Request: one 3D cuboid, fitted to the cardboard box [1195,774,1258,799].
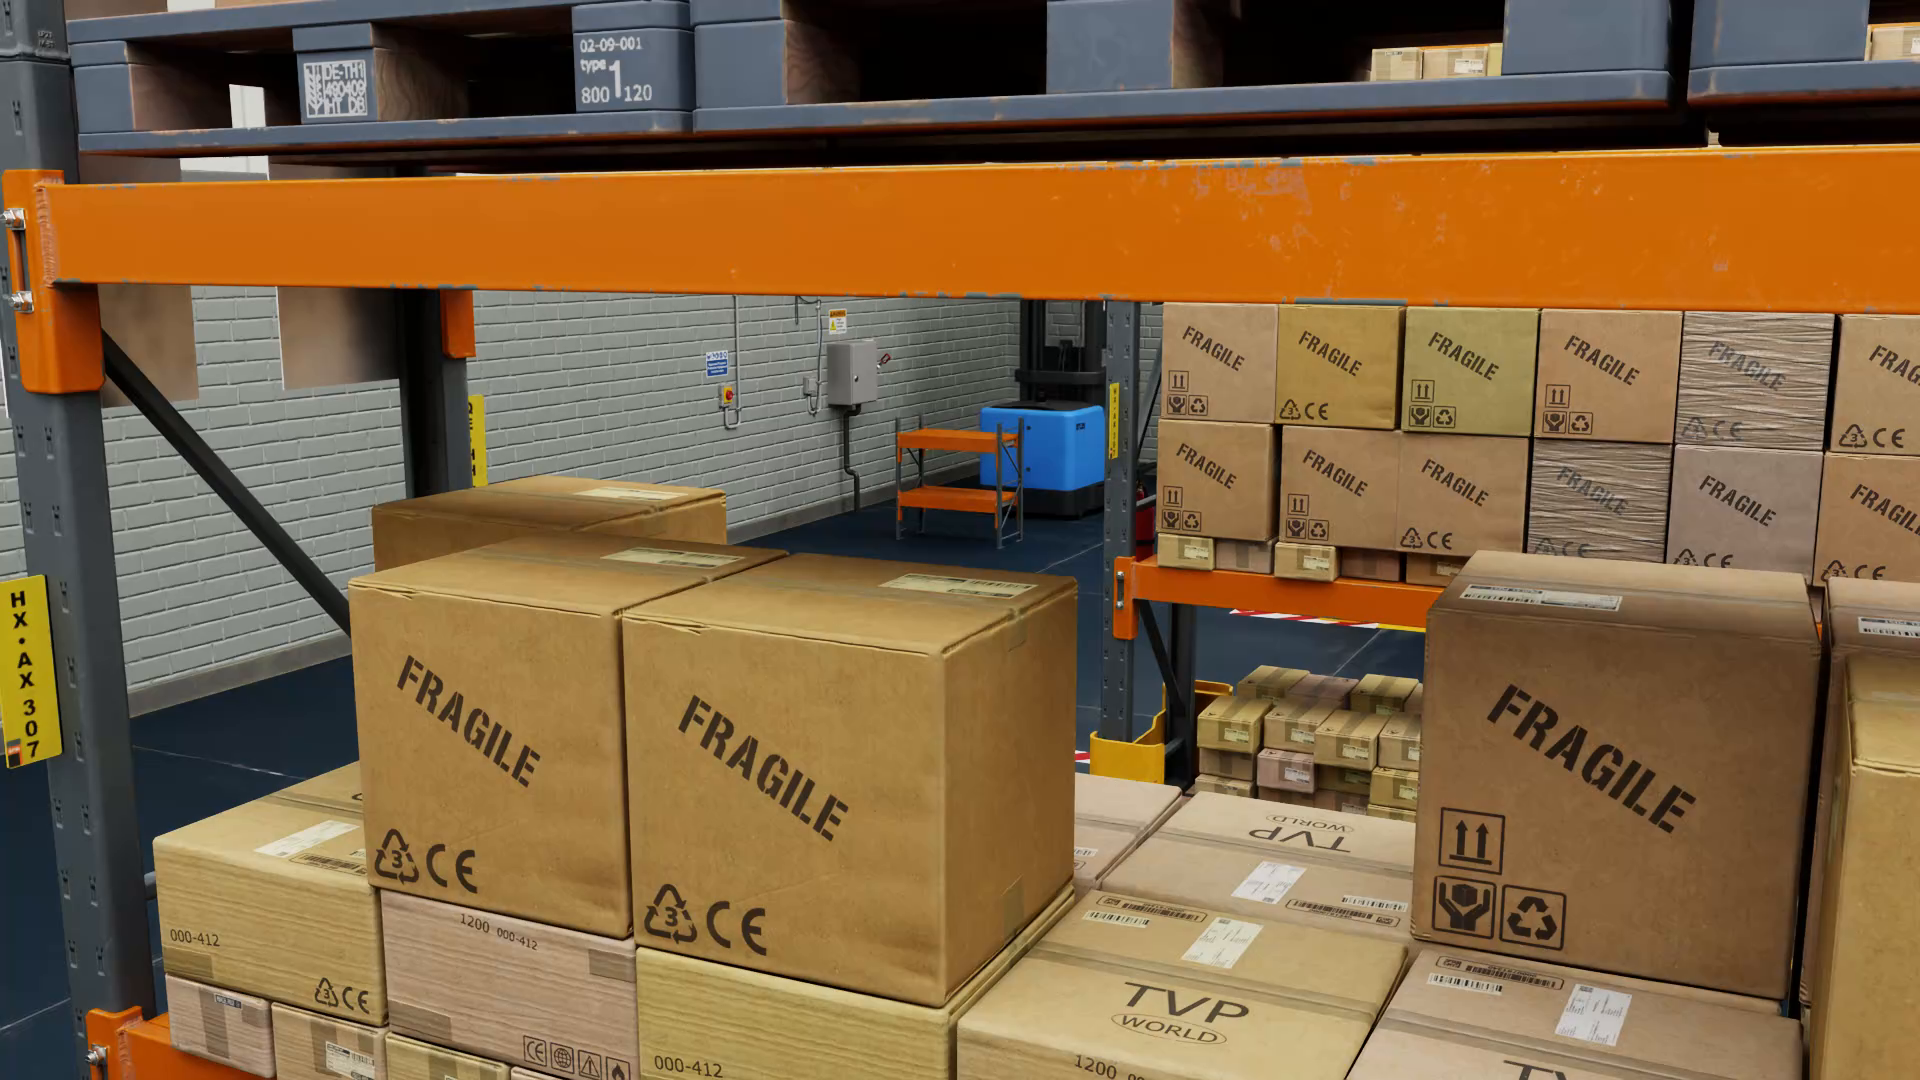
[{"bbox_3d":[1.240,1.110,7.502,0.250,0.149,0.380,5,12,27],"label":"cardboard box"}]

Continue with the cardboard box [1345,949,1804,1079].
[{"bbox_3d":[0.778,0.775,2.114,0.500,0.250,0.500,5,12,27],"label":"cardboard box"}]

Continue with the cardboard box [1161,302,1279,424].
[{"bbox_3d":[1.197,-0.789,7.242,0.500,0.500,0.500,5,11,25],"label":"cardboard box"}]

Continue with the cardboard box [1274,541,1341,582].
[{"bbox_3d":[1.521,0.066,7.149,0.250,0.149,0.380,5,11,24],"label":"cardboard box"}]

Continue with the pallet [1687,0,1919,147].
[{"bbox_3d":[1.484,-0.578,1.827,1.213,0.211,1.003,5,11,26],"label":"pallet"}]

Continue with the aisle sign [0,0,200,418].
[{"bbox_3d":[-1.571,-0.632,2.998,0.004,0.787,0.394,5,11,26],"label":"aisle sign"}]

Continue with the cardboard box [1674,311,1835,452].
[{"bbox_3d":[3.039,-0.628,6.351,0.500,0.500,0.500,5,12,27],"label":"cardboard box"}]

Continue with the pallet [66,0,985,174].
[{"bbox_3d":[-0.704,-0.770,2.890,1.213,0.211,1.003,5,11,26],"label":"pallet"}]

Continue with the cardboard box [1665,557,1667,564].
[{"bbox_3d":[2.705,0.163,6.612,0.250,0.149,0.380,5,12,27],"label":"cardboard box"}]

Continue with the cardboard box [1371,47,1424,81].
[{"bbox_3d":[1.751,-1.886,6.704,0.250,0.149,0.380,5,11,27],"label":"cardboard box"}]

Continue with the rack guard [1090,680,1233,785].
[{"bbox_3d":[0.980,1.057,7.985,0.348,0.500,1.175,5,11,26],"label":"rack guard"}]

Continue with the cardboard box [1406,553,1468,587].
[{"bbox_3d":[2.047,0.090,7.017,0.250,0.149,0.380,5,11,25],"label":"cardboard box"}]

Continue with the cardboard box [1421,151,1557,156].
[{"bbox_3d":[2.139,-1.424,6.675,0.500,0.250,0.500,5,11,24],"label":"cardboard box"}]

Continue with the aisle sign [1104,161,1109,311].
[{"bbox_3d":[0.713,-1.416,7.331,0.004,0.787,0.394,5,11,26],"label":"aisle sign"}]

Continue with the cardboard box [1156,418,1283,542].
[{"bbox_3d":[1.192,-0.295,7.321,0.500,0.500,0.500,6,12,29],"label":"cardboard box"}]

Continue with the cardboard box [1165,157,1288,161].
[{"bbox_3d":[1.201,-1.505,7.121,0.500,0.250,0.500,5,12,28],"label":"cardboard box"}]

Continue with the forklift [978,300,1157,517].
[{"bbox_3d":[1.297,-1.886,17.419,1.130,2.935,3.031,5,11,26],"label":"forklift"}]

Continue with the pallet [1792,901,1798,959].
[{"bbox_3d":[3.881,1.461,6.564,1.213,0.211,1.003,5,11,26],"label":"pallet"}]

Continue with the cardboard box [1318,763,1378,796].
[{"bbox_3d":[1.747,0.989,7.334,0.250,0.149,0.380,5,11,27],"label":"cardboard box"}]

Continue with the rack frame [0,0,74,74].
[{"bbox_3d":[-1.374,-2.347,2.929,0.127,3.000,1.000,5,11,26],"label":"rack frame"}]

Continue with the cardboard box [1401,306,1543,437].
[{"bbox_3d":[2.109,-0.705,6.781,0.500,0.500,0.500,5,11,25],"label":"cardboard box"}]

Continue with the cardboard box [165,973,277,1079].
[{"bbox_3d":[-1.201,0.810,3.039,0.250,0.149,0.380,5,11,26],"label":"cardboard box"}]

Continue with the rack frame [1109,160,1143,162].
[{"bbox_3d":[0.912,-3.131,7.261,0.127,3.000,1.000,5,11,26],"label":"rack frame"}]

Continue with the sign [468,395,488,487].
[{"bbox_3d":[-1.121,-0.167,3.811,0.005,0.325,0.100,5,11,26],"label":"sign"}]

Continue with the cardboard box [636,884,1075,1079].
[{"bbox_3d":[-0.144,0.694,2.560,0.500,0.250,0.500,5,11,24],"label":"cardboard box"}]

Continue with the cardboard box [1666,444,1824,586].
[{"bbox_3d":[3.029,-0.133,6.425,0.500,0.500,0.500,5,11,26],"label":"cardboard box"}]

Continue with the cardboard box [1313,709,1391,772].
[{"bbox_3d":[1.701,0.863,7.195,0.250,0.149,0.380,5,11,26],"label":"cardboard box"}]

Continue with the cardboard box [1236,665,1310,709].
[{"bbox_3d":[1.499,0.726,7.952,0.250,0.149,0.380,5,11,26],"label":"cardboard box"}]

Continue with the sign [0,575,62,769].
[{"bbox_3d":[-1.625,0.229,2.892,0.005,0.325,0.100,5,11,26],"label":"sign"}]

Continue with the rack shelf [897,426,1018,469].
[{"bbox_3d":[-0.006,-0.842,15.081,1.000,0.278,0.538,5,11,26],"label":"rack shelf"}]

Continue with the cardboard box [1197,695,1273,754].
[{"bbox_3d":[1.231,0.820,7.431,0.250,0.149,0.380,4,11,23],"label":"cardboard box"}]

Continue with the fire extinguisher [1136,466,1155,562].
[{"bbox_3d":[0.890,-0.051,8.353,0.183,0.674,0.296,5,11,26],"label":"fire extinguisher"}]

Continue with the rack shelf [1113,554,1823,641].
[{"bbox_3d":[2.705,0.333,6.989,4.000,0.370,1.077,5,11,26],"label":"rack shelf"}]

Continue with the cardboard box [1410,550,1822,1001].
[{"bbox_3d":[0.990,0.320,2.519,0.500,0.500,0.500,5,11,24],"label":"cardboard box"}]

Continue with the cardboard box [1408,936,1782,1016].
[{"bbox_3d":[0.997,0.689,2.585,0.500,0.250,0.500,5,12,27],"label":"cardboard box"}]

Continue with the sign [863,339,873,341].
[{"bbox_3d":[-0.963,-1.790,16.967,0.001,0.494,0.329,5,11,26],"label":"sign"}]

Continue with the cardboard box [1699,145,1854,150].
[{"bbox_3d":[3.041,-1.343,6.224,0.500,0.250,0.500,5,11,25],"label":"cardboard box"}]

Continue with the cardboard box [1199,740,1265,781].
[{"bbox_3d":[1.268,0.953,7.531,0.250,0.149,0.380,6,12,28],"label":"cardboard box"}]

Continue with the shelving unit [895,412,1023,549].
[{"bbox_3d":[-0.006,-0.554,15.133,1.048,1.125,0.538,5,11,26],"label":"shelving unit"}]

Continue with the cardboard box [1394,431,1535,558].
[{"bbox_3d":[2.117,-0.216,6.886,0.500,0.500,0.500,5,11,27],"label":"cardboard box"}]

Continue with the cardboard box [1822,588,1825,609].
[{"bbox_3d":[3.446,0.210,6.352,0.250,0.149,0.380,5,11,24],"label":"cardboard box"}]

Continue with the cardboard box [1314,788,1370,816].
[{"bbox_3d":[1.737,1.136,7.358,0.250,0.149,0.380,5,11,26],"label":"cardboard box"}]

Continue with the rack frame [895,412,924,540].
[{"bbox_3d":[-0.462,-0.594,15.354,0.032,1.125,0.500,5,11,26],"label":"rack frame"}]

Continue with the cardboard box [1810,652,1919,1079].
[{"bbox_3d":[1.236,0.445,1.827,0.500,0.500,0.500,5,11,26],"label":"cardboard box"}]

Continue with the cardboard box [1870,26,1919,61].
[{"bbox_3d":[3.435,-1.760,6.009,0.250,0.149,0.380,5,12,28],"label":"cardboard box"}]

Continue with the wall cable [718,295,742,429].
[{"bbox_3d":[-2.056,-1.933,14.549,0.123,1.953,0.585,5,11,26],"label":"wall cable"}]

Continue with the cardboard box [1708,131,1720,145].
[{"bbox_3d":[3.041,-1.591,6.192,0.500,0.250,0.500,6,12,28],"label":"cardboard box"}]

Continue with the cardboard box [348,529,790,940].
[{"bbox_3d":[-0.614,0.284,2.718,0.500,0.500,0.500,5,11,24],"label":"cardboard box"}]

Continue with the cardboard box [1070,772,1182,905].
[{"bbox_3d":[0.090,0.609,3.030,0.500,0.250,0.500,5,11,24],"label":"cardboard box"}]

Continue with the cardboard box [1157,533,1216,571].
[{"bbox_3d":[1.057,0.023,7.388,0.250,0.149,0.380,5,11,25],"label":"cardboard box"}]

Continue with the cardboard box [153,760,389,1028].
[{"bbox_3d":[-1.063,0.614,3.002,0.500,0.250,0.500,5,11,24],"label":"cardboard box"}]

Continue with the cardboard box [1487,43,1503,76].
[{"bbox_3d":[2.223,-1.847,6.486,0.250,0.149,0.380,5,12,28],"label":"cardboard box"}]

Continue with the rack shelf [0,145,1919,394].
[{"bbox_3d":[0.420,-0.359,2.389,4.000,0.370,1.077,5,11,26],"label":"rack shelf"}]

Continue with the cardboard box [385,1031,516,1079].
[{"bbox_3d":[-0.741,0.850,2.818,0.250,0.149,0.380,5,11,24],"label":"cardboard box"}]

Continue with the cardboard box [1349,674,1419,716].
[{"bbox_3d":[1.987,0.755,7.792,0.250,0.149,0.380,5,11,25],"label":"cardboard box"}]
